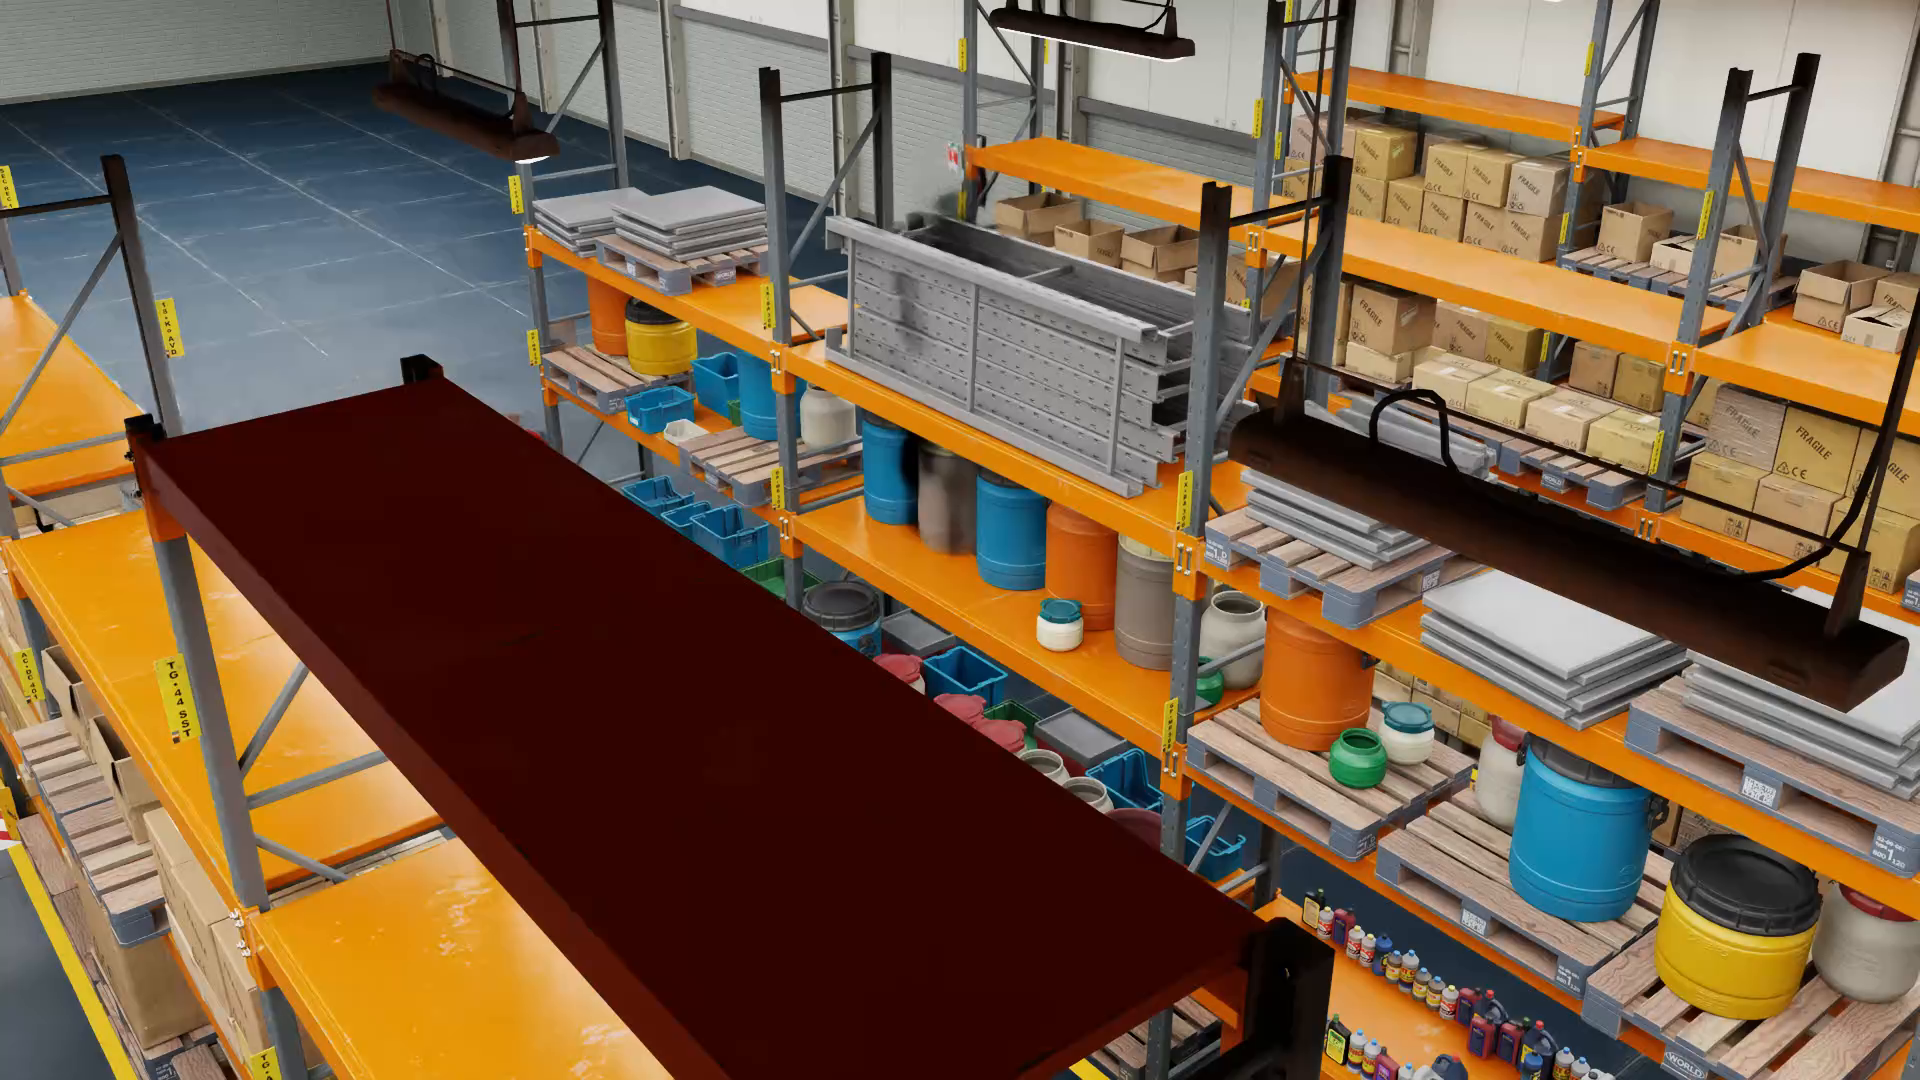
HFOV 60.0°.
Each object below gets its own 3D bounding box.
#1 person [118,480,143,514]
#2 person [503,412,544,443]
[{"bbox_3d":[-9.223,-0.880,18.074,0.727,1.836,0.640,-7,27,-14],"label":"person"},{"bbox_3d":[-4.522,-0.502,17.308,0.883,1.748,0.672,-1,26,-2],"label":"person"}]
